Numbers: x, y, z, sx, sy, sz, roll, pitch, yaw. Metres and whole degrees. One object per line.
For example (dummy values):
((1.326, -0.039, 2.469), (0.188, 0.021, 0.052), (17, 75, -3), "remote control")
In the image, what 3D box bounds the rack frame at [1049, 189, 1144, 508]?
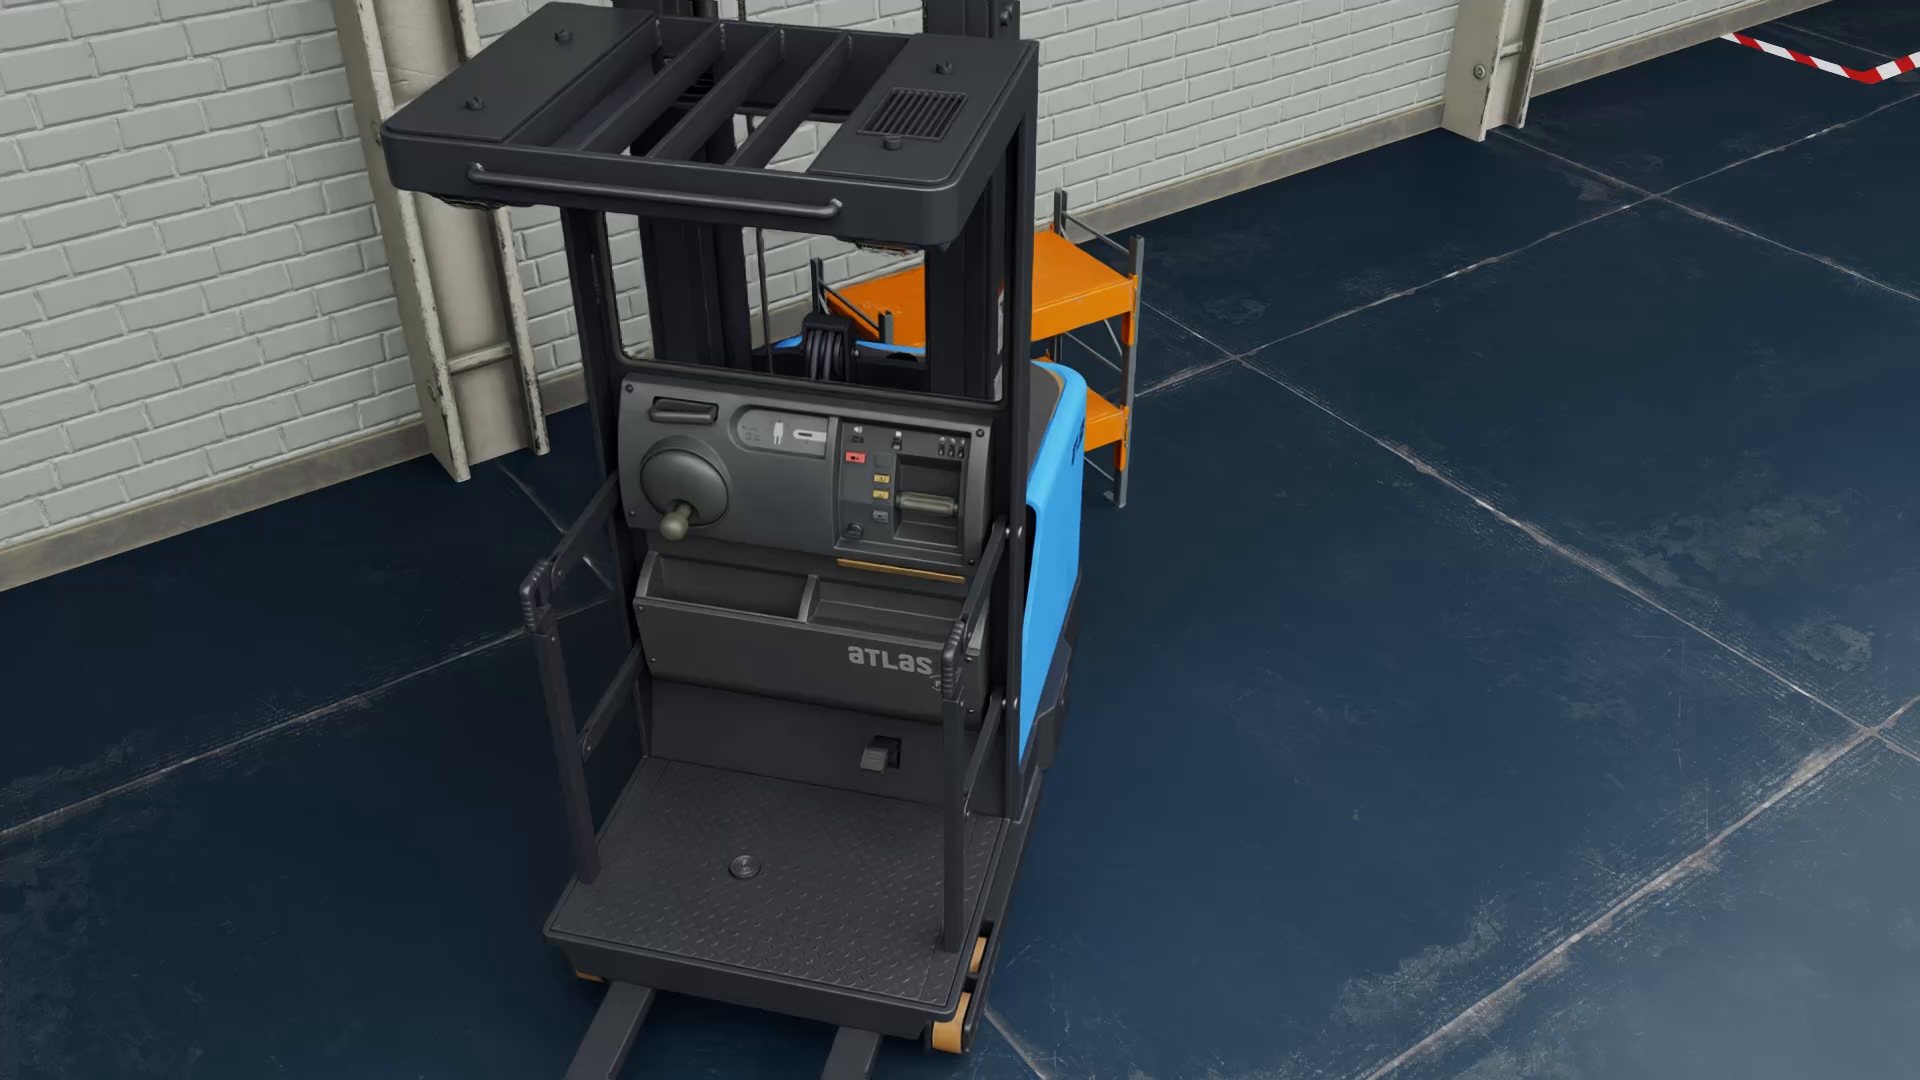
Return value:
((0.494, -0.709, 6.272), (0.032, 1.125, 0.500), (-21, 41, -26), "rack frame")

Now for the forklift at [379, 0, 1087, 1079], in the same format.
((-0.435, -0.091, 3.866), (1.130, 2.935, 3.031), (8, 36, 11), "forklift")

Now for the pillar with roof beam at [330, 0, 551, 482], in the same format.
((0.569, -1.964, 1.274), (0.400, 9.000, 9.100), (-22, 41, -28), "pillar with roof beam")

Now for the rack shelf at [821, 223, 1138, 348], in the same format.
((0.066, -0.786, 5.878), (1.000, 0.278, 0.538), (-21, 41, -26), "rack shelf")

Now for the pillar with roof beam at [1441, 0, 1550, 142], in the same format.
((5.474, -3.983, 4.080), (0.400, 9.000, 9.100), (-22, 41, -28), "pillar with roof beam")

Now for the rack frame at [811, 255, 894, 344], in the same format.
((-0.362, -0.388, 5.826), (0.032, 1.125, 0.500), (-21, 41, -26), "rack frame")

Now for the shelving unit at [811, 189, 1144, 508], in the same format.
((0.066, -0.548, 6.049), (1.048, 1.125, 0.538), (-21, 41, -26), "shelving unit")

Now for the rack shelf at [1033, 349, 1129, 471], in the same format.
((0.066, -0.350, 6.192), (1.000, 0.278, 0.538), (-21, 41, -26), "rack shelf")
